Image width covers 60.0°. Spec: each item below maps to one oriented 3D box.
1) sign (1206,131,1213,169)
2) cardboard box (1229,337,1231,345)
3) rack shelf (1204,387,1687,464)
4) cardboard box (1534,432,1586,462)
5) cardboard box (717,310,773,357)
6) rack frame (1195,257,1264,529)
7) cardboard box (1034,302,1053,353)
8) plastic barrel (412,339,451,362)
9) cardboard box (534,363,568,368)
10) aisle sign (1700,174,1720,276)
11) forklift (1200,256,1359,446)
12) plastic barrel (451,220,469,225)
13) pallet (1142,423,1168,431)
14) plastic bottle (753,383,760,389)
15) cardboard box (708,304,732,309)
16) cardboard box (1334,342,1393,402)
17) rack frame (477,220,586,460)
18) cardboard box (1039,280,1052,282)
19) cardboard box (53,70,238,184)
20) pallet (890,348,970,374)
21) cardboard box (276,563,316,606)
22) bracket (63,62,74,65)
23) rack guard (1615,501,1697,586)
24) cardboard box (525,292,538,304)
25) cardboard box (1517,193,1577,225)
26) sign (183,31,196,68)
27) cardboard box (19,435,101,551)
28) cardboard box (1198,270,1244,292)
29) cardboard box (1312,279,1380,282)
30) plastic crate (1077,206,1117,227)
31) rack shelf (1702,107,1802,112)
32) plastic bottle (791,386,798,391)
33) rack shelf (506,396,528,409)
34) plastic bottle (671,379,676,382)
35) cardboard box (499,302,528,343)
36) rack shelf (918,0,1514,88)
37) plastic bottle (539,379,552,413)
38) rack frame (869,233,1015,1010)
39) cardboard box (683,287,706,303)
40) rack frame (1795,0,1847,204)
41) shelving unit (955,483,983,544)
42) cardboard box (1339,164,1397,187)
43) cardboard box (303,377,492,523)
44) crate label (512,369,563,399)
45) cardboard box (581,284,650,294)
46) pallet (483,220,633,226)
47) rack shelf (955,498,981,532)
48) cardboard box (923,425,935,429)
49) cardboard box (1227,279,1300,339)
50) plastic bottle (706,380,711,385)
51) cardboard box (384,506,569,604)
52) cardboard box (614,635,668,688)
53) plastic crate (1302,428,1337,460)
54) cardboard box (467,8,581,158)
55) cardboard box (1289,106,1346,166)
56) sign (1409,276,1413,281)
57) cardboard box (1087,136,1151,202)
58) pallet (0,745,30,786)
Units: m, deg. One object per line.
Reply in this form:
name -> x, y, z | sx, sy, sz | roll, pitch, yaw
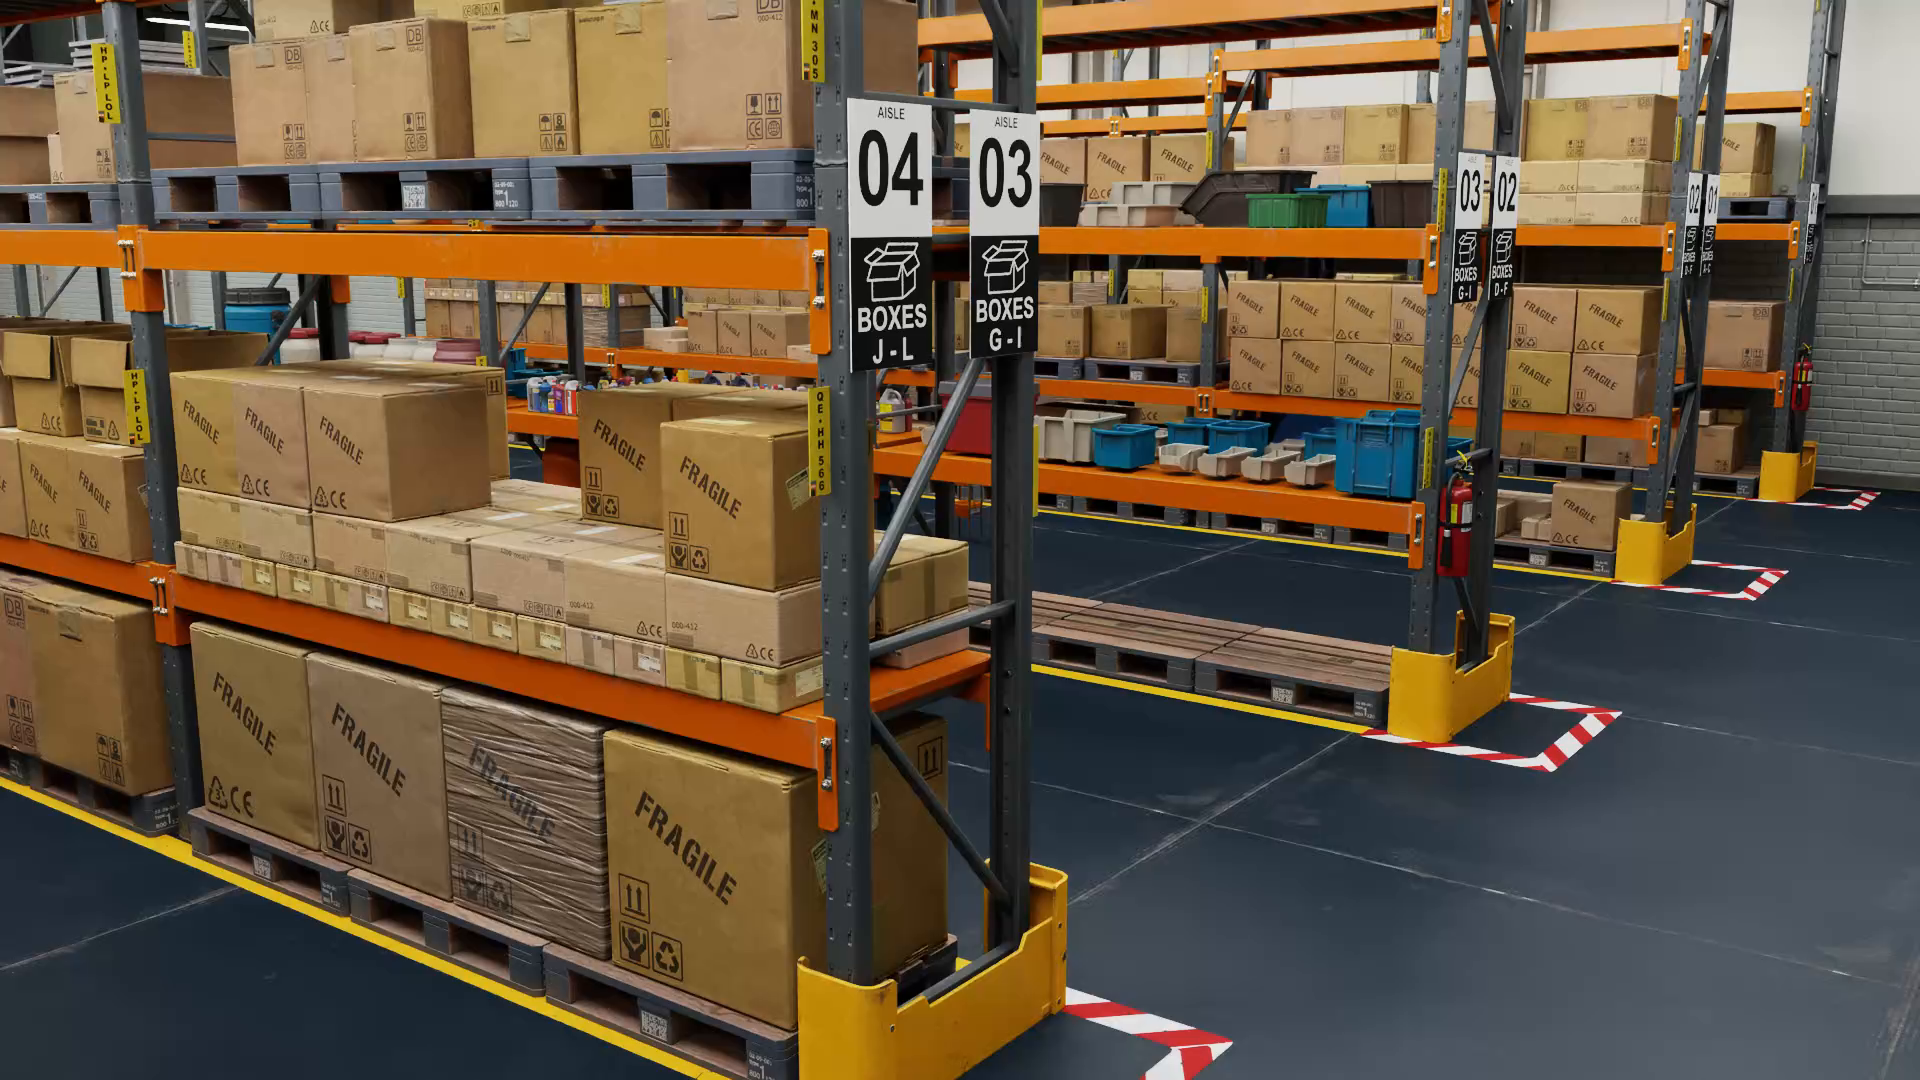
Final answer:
sign -> 2.231, -3.492, 14.885 | 0.005, 0.325, 0.100 | 8, 13, 36
cardboard box -> 3.444, -2.539, 20.866 | 0.250, 0.149, 0.380 | 8, 14, 36
rack shelf -> 4.169, -1.079, 14.604 | 4.000, 0.370, 1.077 | 8, 13, 36
cardboard box -> 6.843, -1.180, 18.707 | 0.500, 0.500, 0.700 | 8, 14, 37
cardboard box -> -2.454, -2.401, 19.281 | 0.500, 0.500, 0.500 | 8, 14, 36
rack frame -> 2.557, -1.657, 15.698 | 0.127, 3.000, 1.000 | 8, 13, 36
cardboard box -> 0.531, -2.176, 17.014 | 0.700, 0.500, 0.500 | -10, 15, -42
plastic barrel -> -4.558, -1.487, 14.523 | 0.421, 0.512, 0.421 | 0, 11, 0
cardboard box -> -5.290, -2.049, 21.884 | 0.500, 0.500, 0.500 | 8, 13, 36
aisle sign -> 6.010, -2.521, 13.319 | 0.004, 0.787, 0.394 | 8, 13, 36
forklift -> 3.218, -2.074, 18.032 | 3.031, 2.935, 1.130 | 8, 13, 34
plastic barrel -> -4.136, -3.193, 14.421 | 0.600, 0.901, 0.600 | 0, 11, 0
pallet -> 2.853, -1.396, 21.692 | 1.213, 0.211, 1.003 | 8, 13, 36
plastic bottle -> -1.615, -1.105, 13.182 | 0.097, 0.271, 0.097 | 0, 11, 0
cardboard box -> -3.554, -3.542, 25.781 | 0.500, 0.250, 0.500 | 7, 13, 34
cardboard box -> 3.623, -1.494, 14.589 | 0.500, 0.500, 0.500 | 8, 13, 35
rack frame -> -3.602, -1.349, 14.105 | 0.127, 3.000, 1.000 | 8, 13, 36
cardboard box -> 0.860, -3.319, 22.865 | 0.500, 0.500, 0.700 | 8, 13, 36
cardboard box -> -3.783, -1.933, 7.856 | 0.500, 0.500, 0.700 | 8, 14, 37
pallet -> -0.079, -1.947, 17.702 | 1.003, 0.211, 1.213 | 8, 13, 36
cardboard box -> -2.631, 0.155, 6.993 | 0.250, 0.149, 0.380 | 7, 13, 34
bracket -> -20.253, -10.839, 37.888 | 4.783, 0.066, 0.076 | 8, 13, 36
rack guard -> 5.720, 0.011, 13.655 | 0.348, 0.500, 1.175 | 8, 13, 36
cardboard box -> -5.260, -3.065, 21.004 | 0.250, 0.149, 0.380 | 8, 14, 37
cardboard box -> 4.814, -2.682, 13.492 | 0.500, 0.250, 0.500 | 8, 13, 36
sign -> -7.161, -4.558, 15.451 | 0.005, 0.325, 0.100 | 8, 13, 36
cardboard box -> -4.243, -0.257, 8.200 | 0.500, 0.500, 0.500 | 8, 14, 37
cardboard box -> 3.314, -3.232, 20.767 | 0.500, 0.250, 0.500 | 8, 14, 36
cardboard box -> 3.532, -2.123, 15.209 | 0.500, 0.500, 0.500 | 8, 13, 34
plastic crate -> 0.872, -2.158, 11.083 | 0.466, 0.136, 0.293 | 8, 13, 36
rack shelf -> 7.098, -4.683, 17.976 | 3.809, 0.124, 0.919 | 8, 13, 36
plastic bottle -> -1.227, -0.950, 12.174 | 0.185, 0.351, 0.144 | 8, 13, 36
rack shelf -> -5.214, -1.221, 15.336 | 4.000, 0.370, 1.077 | 8, 13, 36
plastic bottle -> -2.201, -1.052, 12.700 | 0.185, 0.351, 0.144 | 8, 13, 36
cardboard box -> -5.497, -2.827, 21.483 | 0.500, 0.500, 0.700 | 8, 14, 37
rack shelf -> 1.234, -3.070, 10.155 | 4.000, 0.370, 1.077 | 8, 13, 36
plastic bottle -> -3.367, -1.170, 13.521 | 0.097, 0.271, 0.097 | 0, 11, 0
rack frame -> -0.088, 0.309, 5.534 | 0.053, 2.616, 0.949 | 8, 13, 36
cardboard box -> -3.979, -3.970, 26.020 | 0.500, 0.500, 0.500 | 8, 14, 36
rack frame -> 8.710, -4.912, 16.726 | 0.127, 3.000, 1.000 | 8, 13, 36
shelving unit -> 0.043, -0.509, 14.899 | 0.252, 1.050, 0.215 | 8, 13, 36
cardboard box -> 3.602, -3.095, 14.312 | 0.500, 0.250, 0.500 | 8, 13, 36
cardboard box -> -2.261, -0.374, 6.704 | 0.500, 0.500, 0.500 | 7, 13, 34
crate label -> -3.720, -1.371, 14.662 | 0.416, 0.233, 0.303 | 8, 13, 36
cardboard box -> -4.253, -3.291, 20.467 | 0.500, 0.500, 0.700 | 8, 14, 36
pallet -> -3.044, -2.628, 13.316 | 1.213, 0.211, 1.003 | 8, 13, 36
rack shelf -> 0.043, -0.226, 14.954 | 0.240, 0.259, 0.215 | 8, 13, 36
cardboard box -> -0.044, -0.943, 17.428 | 0.500, 0.500, 0.500 | 7, 13, 33
cardboard box -> 2.770, -2.101, 15.097 | 0.500, 0.500, 0.500 | 8, 14, 37
plastic bottle -> -2.039, -1.140, 13.333 | 0.133, 0.283, 0.061 | 8, 13, 36
cardboard box -> -1.875, 0.050, 6.484 | 0.500, 0.250, 0.500 | 8, 14, 36
cardboard box -> -0.981, 0.385, 5.804 | 0.250, 0.149, 0.380 | 8, 14, 36
plastic crate -> 2.311, -0.549, 10.253 | 0.300, 0.233, 0.416 | 8, 13, 36
cardboard box -> -1.364, -1.651, 6.137 | 0.500, 0.500, 0.700 | 7, 13, 32
cardboard box -> 3.290, -3.543, 14.653 | 0.500, 0.500, 0.700 | 8, 13, 36
sign -> 5.173, -2.861, 19.083 | 0.005, 0.325, 0.100 | 8, 13, 36
cardboard box -> 1.642, -3.574, 16.076 | 0.600, 0.600, 0.600 | 8, 13, 35
pallet -> -4.964, 1.016, 9.223 | 1.213, 0.211, 1.003 | 8, 13, 36
